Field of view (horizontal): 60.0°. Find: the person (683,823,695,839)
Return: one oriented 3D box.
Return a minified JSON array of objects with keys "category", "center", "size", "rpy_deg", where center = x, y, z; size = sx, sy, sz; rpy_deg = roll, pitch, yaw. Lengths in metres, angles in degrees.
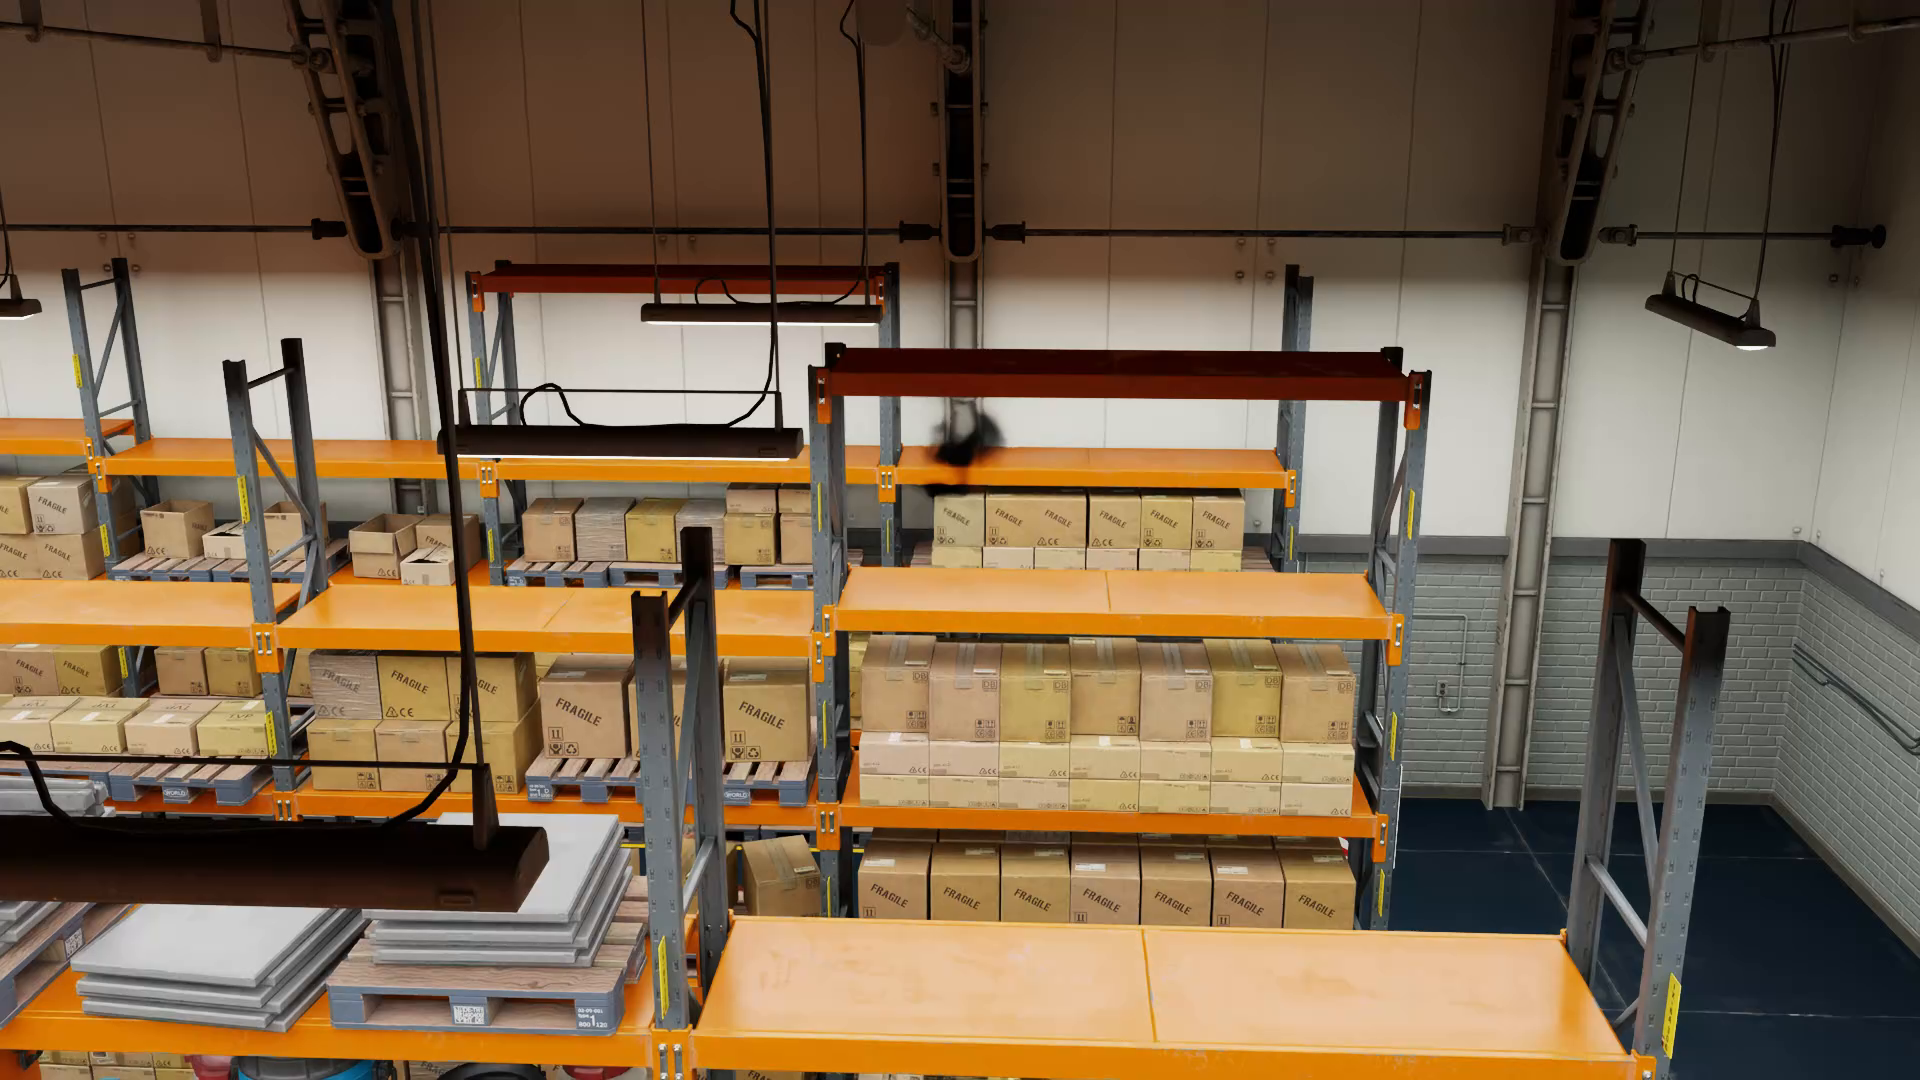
[{"category":"person","center":[-2.477,2.874,15.525],"size":[0.701,1.742,0.659],"rpy_deg":[-2,16,-5]}]
